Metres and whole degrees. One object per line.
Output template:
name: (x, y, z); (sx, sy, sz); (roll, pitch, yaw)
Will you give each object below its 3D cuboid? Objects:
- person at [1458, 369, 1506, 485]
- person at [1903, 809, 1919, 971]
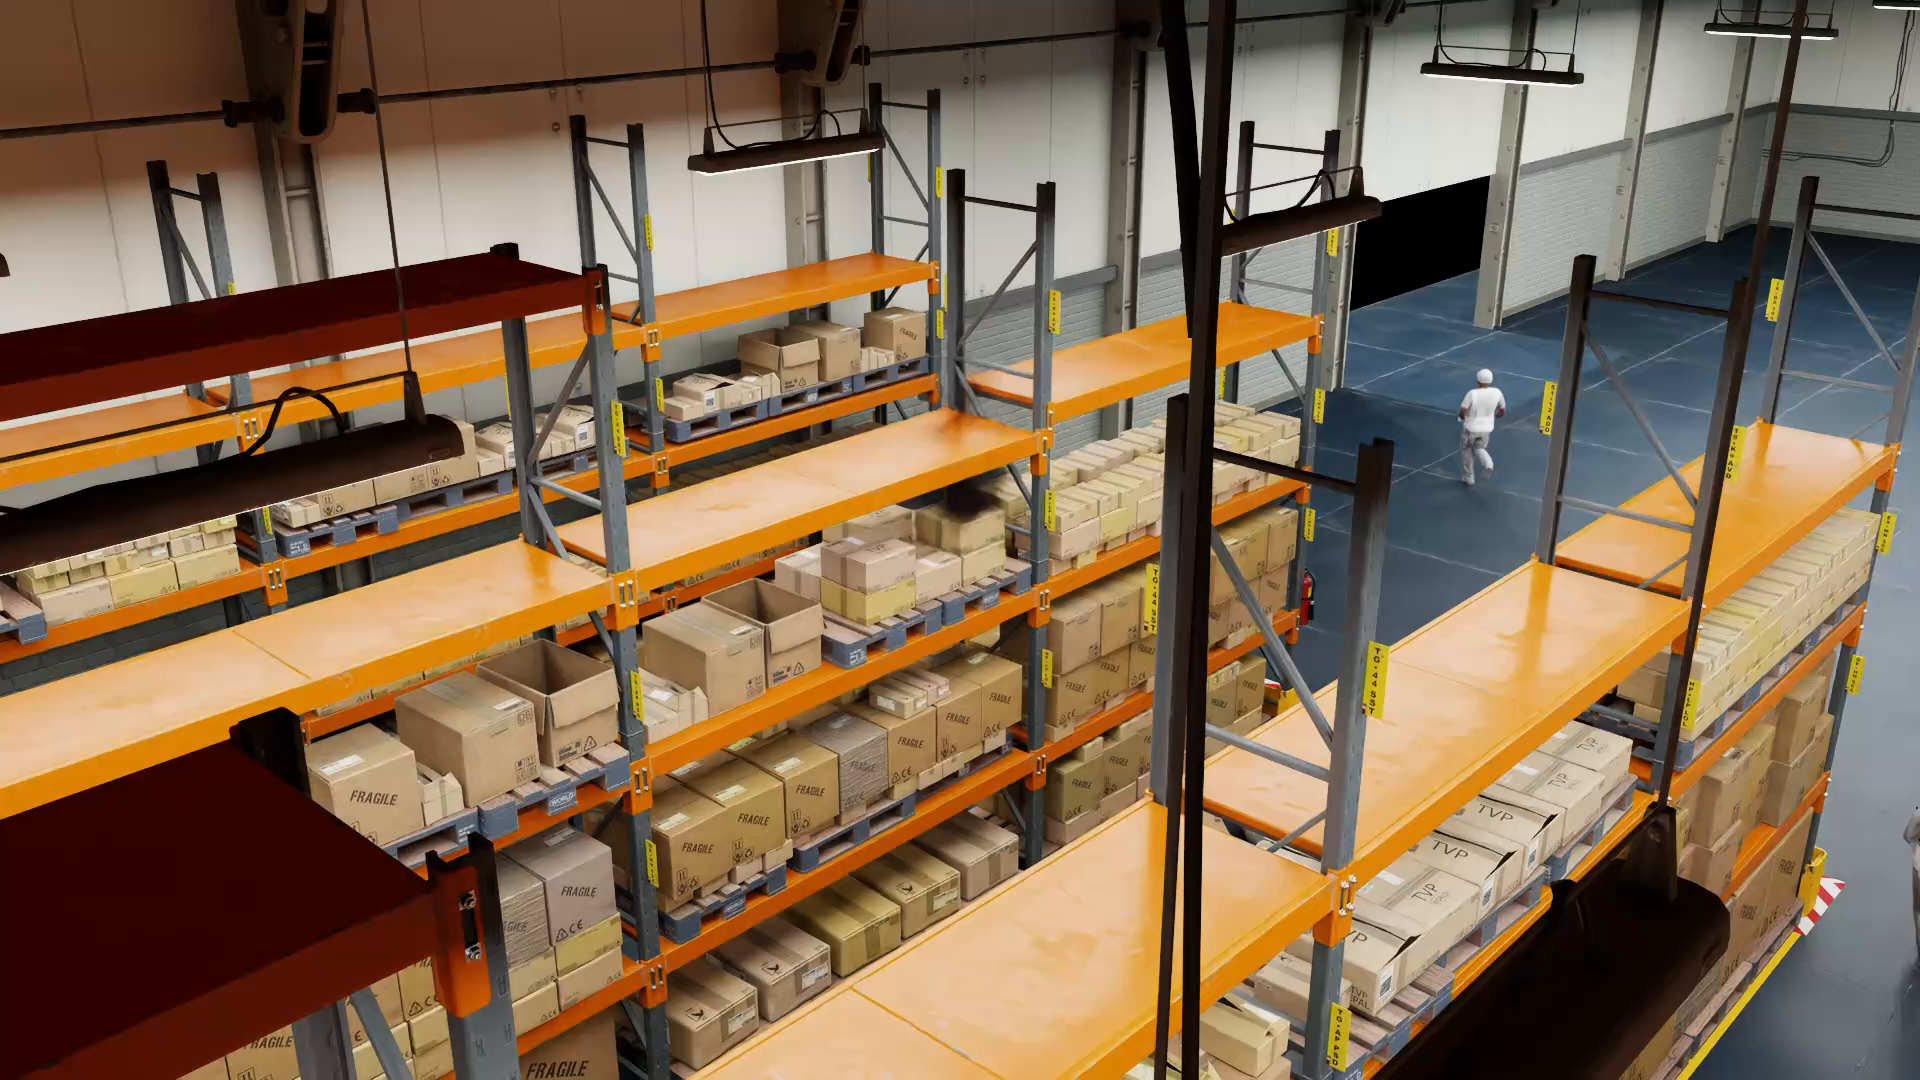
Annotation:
person: (7.401, -1.594, 23.737); (0.683, 1.743, 0.661); (-2, 21, -4)
person: (7.694, 2.558, 13.021); (0.642, 1.719, 0.617); (7, 22, 17)
